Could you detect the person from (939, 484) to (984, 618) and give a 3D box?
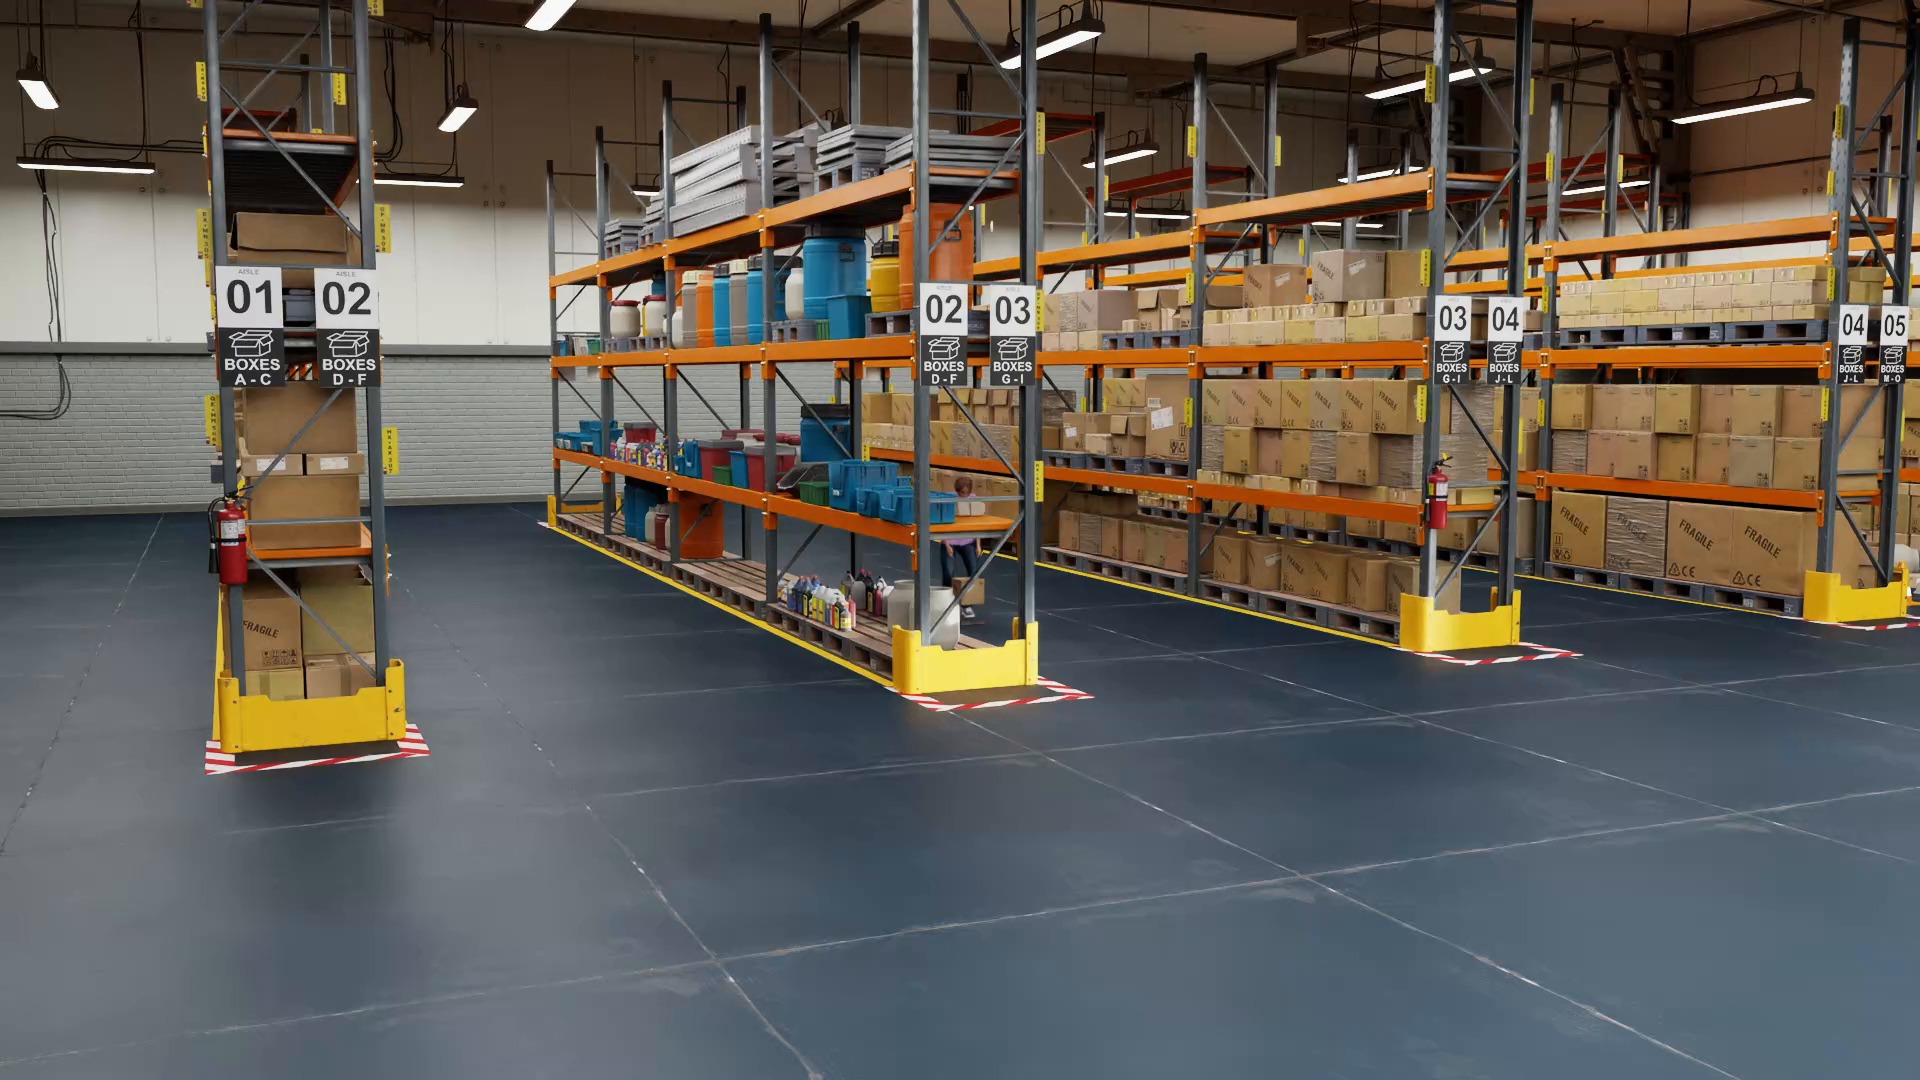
[{"bbox_3d":[0.019,0.106,17.183,0.459,1.400,0.580,-1,6,-11],"label":"person"}]
